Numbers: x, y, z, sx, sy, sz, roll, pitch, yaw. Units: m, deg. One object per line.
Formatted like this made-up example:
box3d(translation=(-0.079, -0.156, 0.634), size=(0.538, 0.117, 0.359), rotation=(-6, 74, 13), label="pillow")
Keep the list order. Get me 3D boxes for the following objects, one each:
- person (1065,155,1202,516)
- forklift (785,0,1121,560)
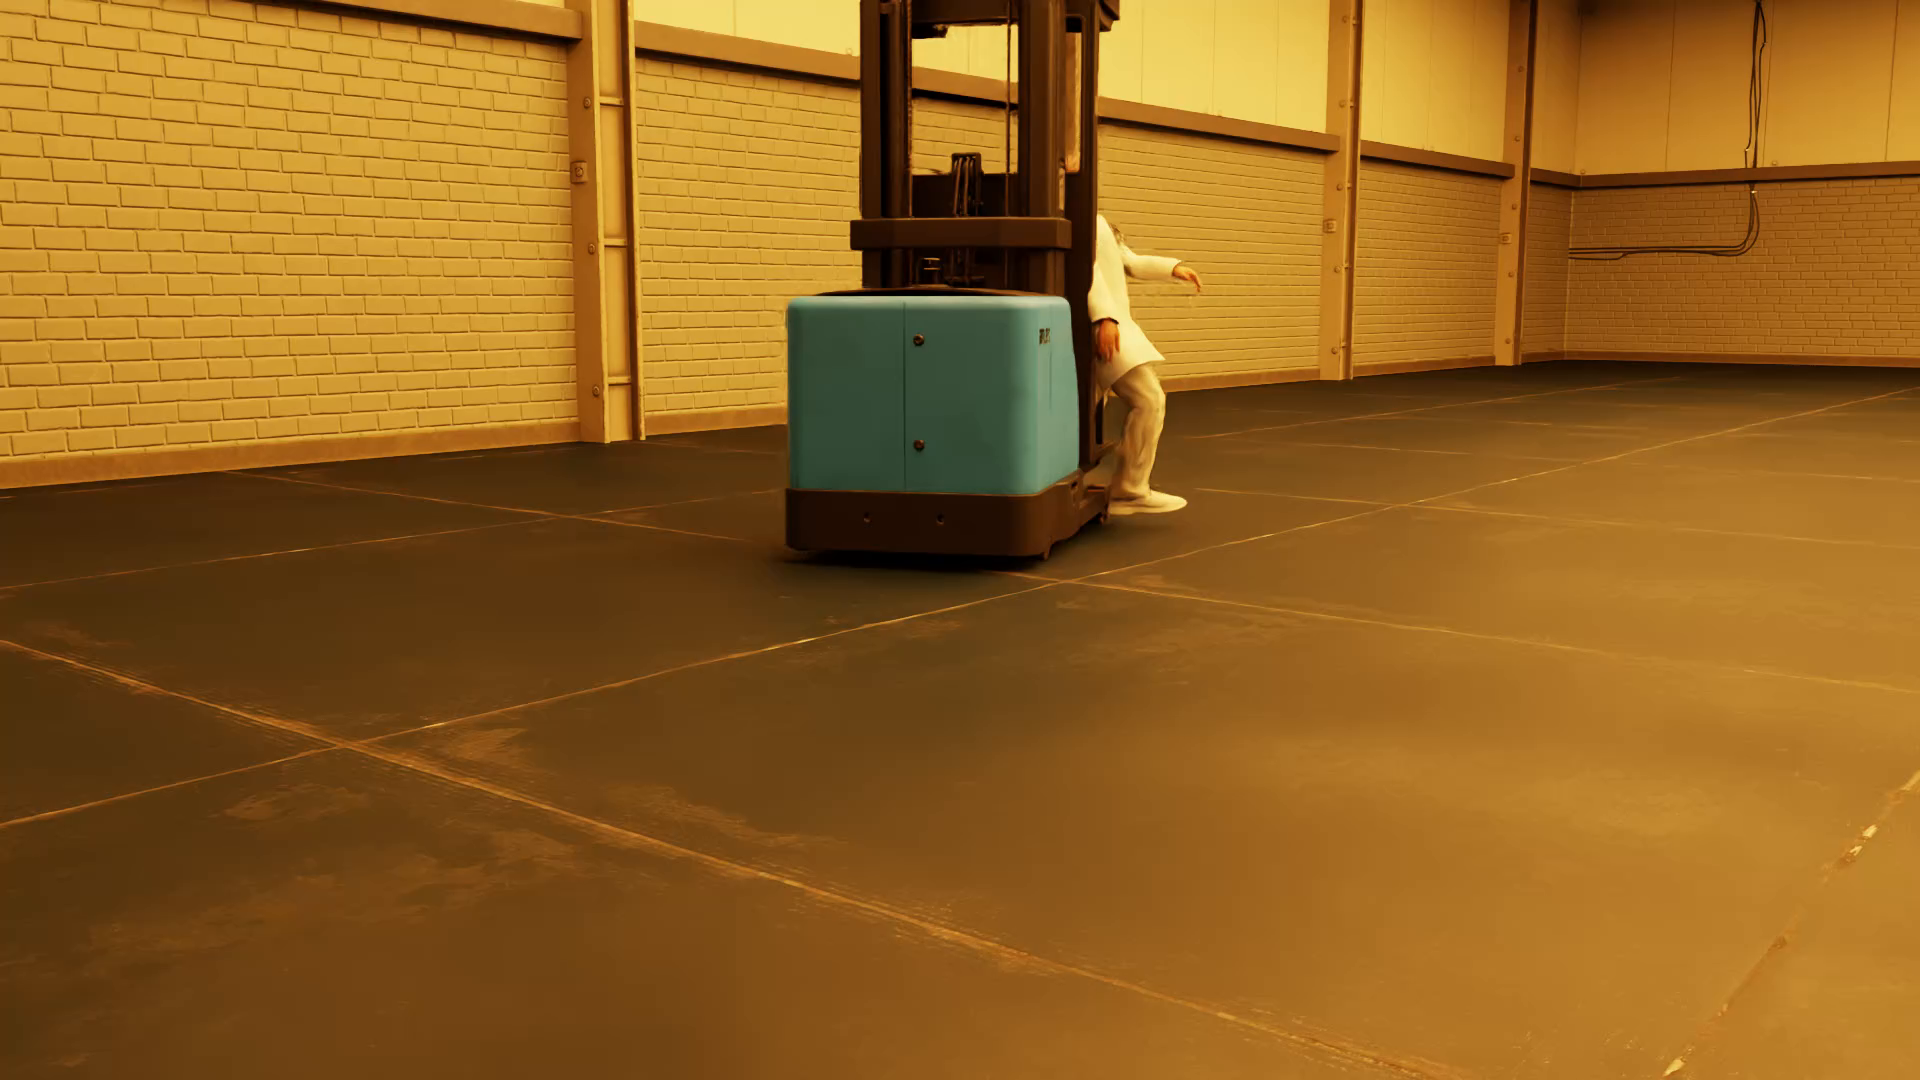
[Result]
box3d(translation=(0.676, -0.962, 7.795), size=(0.922, 1.671, 0.798), rotation=(-1, 8, -5), label="person")
box3d(translation=(0.140, -1.542, 7.816), size=(1.130, 2.935, 3.031), rotation=(2, 9, 14), label="forklift")
